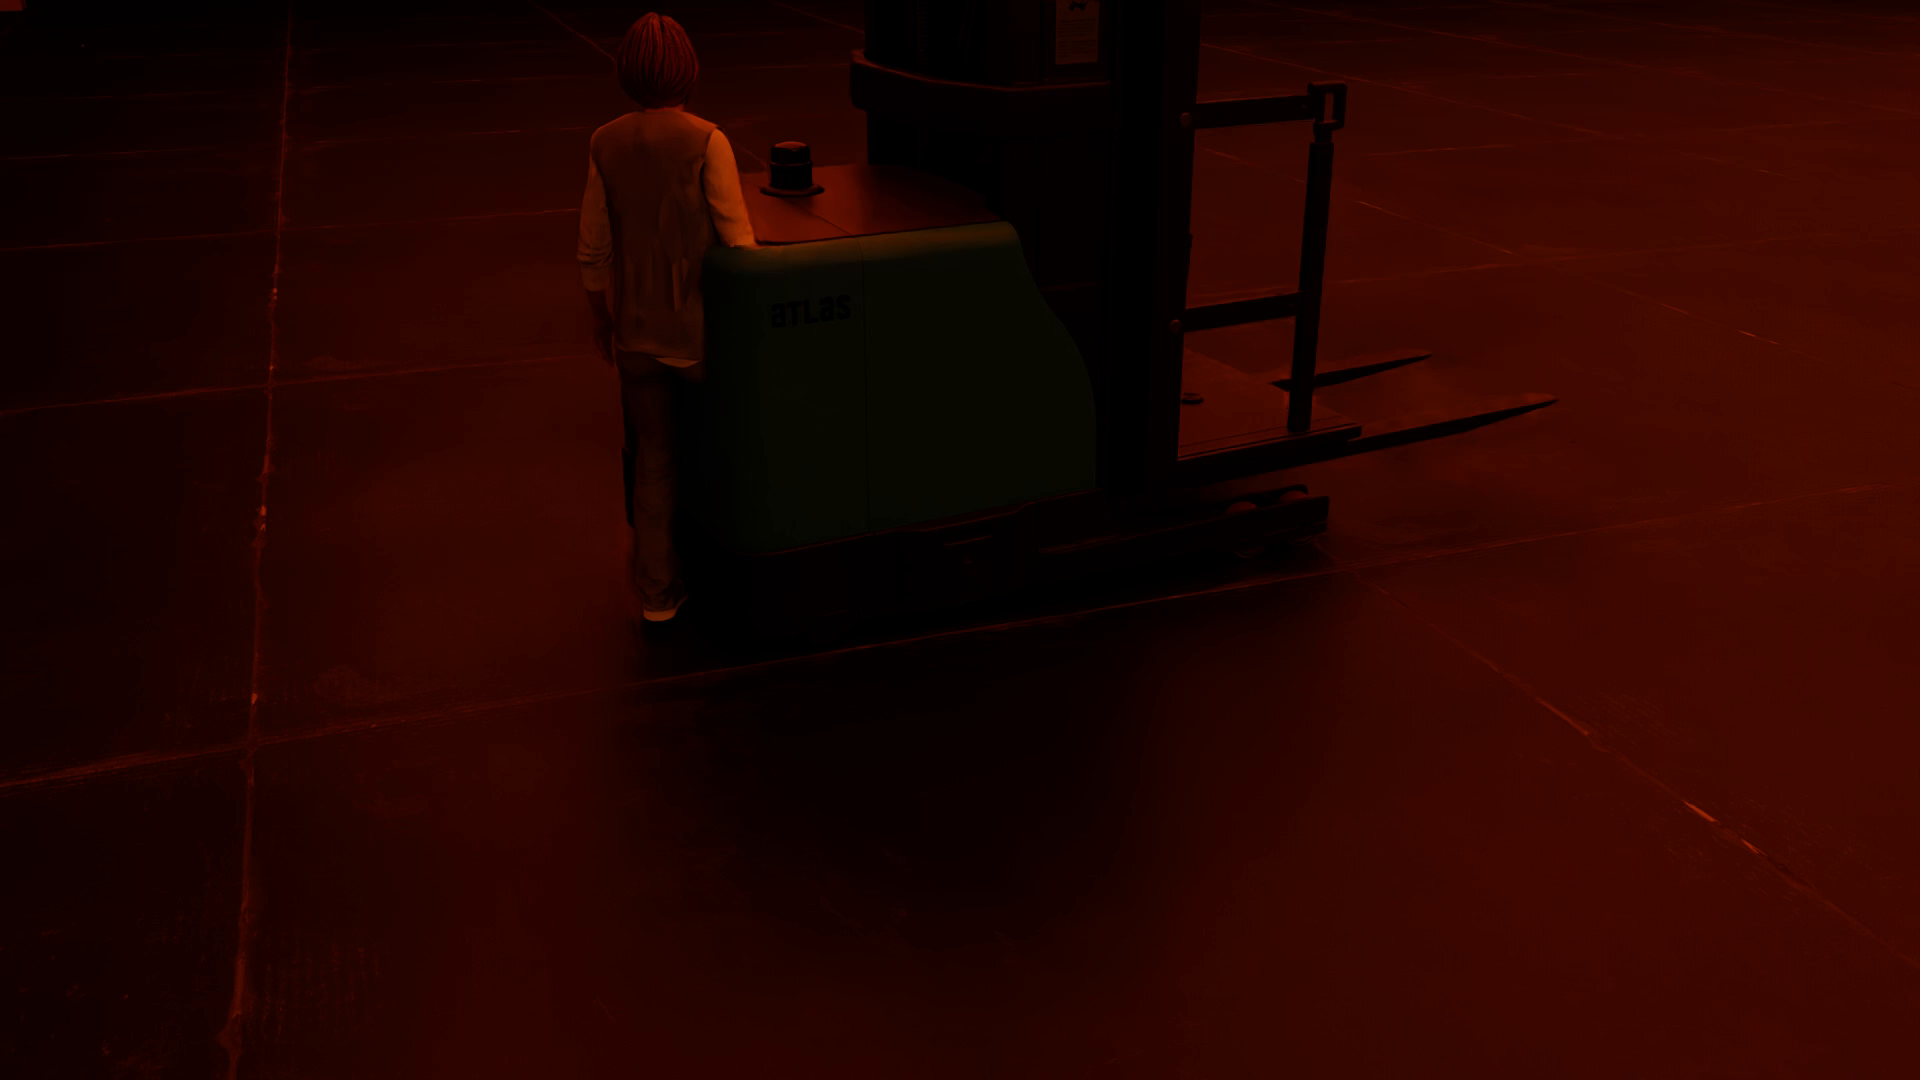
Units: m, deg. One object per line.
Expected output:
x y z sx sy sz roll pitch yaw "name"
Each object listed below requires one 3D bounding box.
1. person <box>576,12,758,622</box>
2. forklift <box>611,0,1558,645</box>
-0.699 -0.514 4.262 0.547 1.584 0.370 7 24 16 "person"
0.537 -1.465 4.783 3.031 2.935 1.130 -12 25 -26 "forklift"
